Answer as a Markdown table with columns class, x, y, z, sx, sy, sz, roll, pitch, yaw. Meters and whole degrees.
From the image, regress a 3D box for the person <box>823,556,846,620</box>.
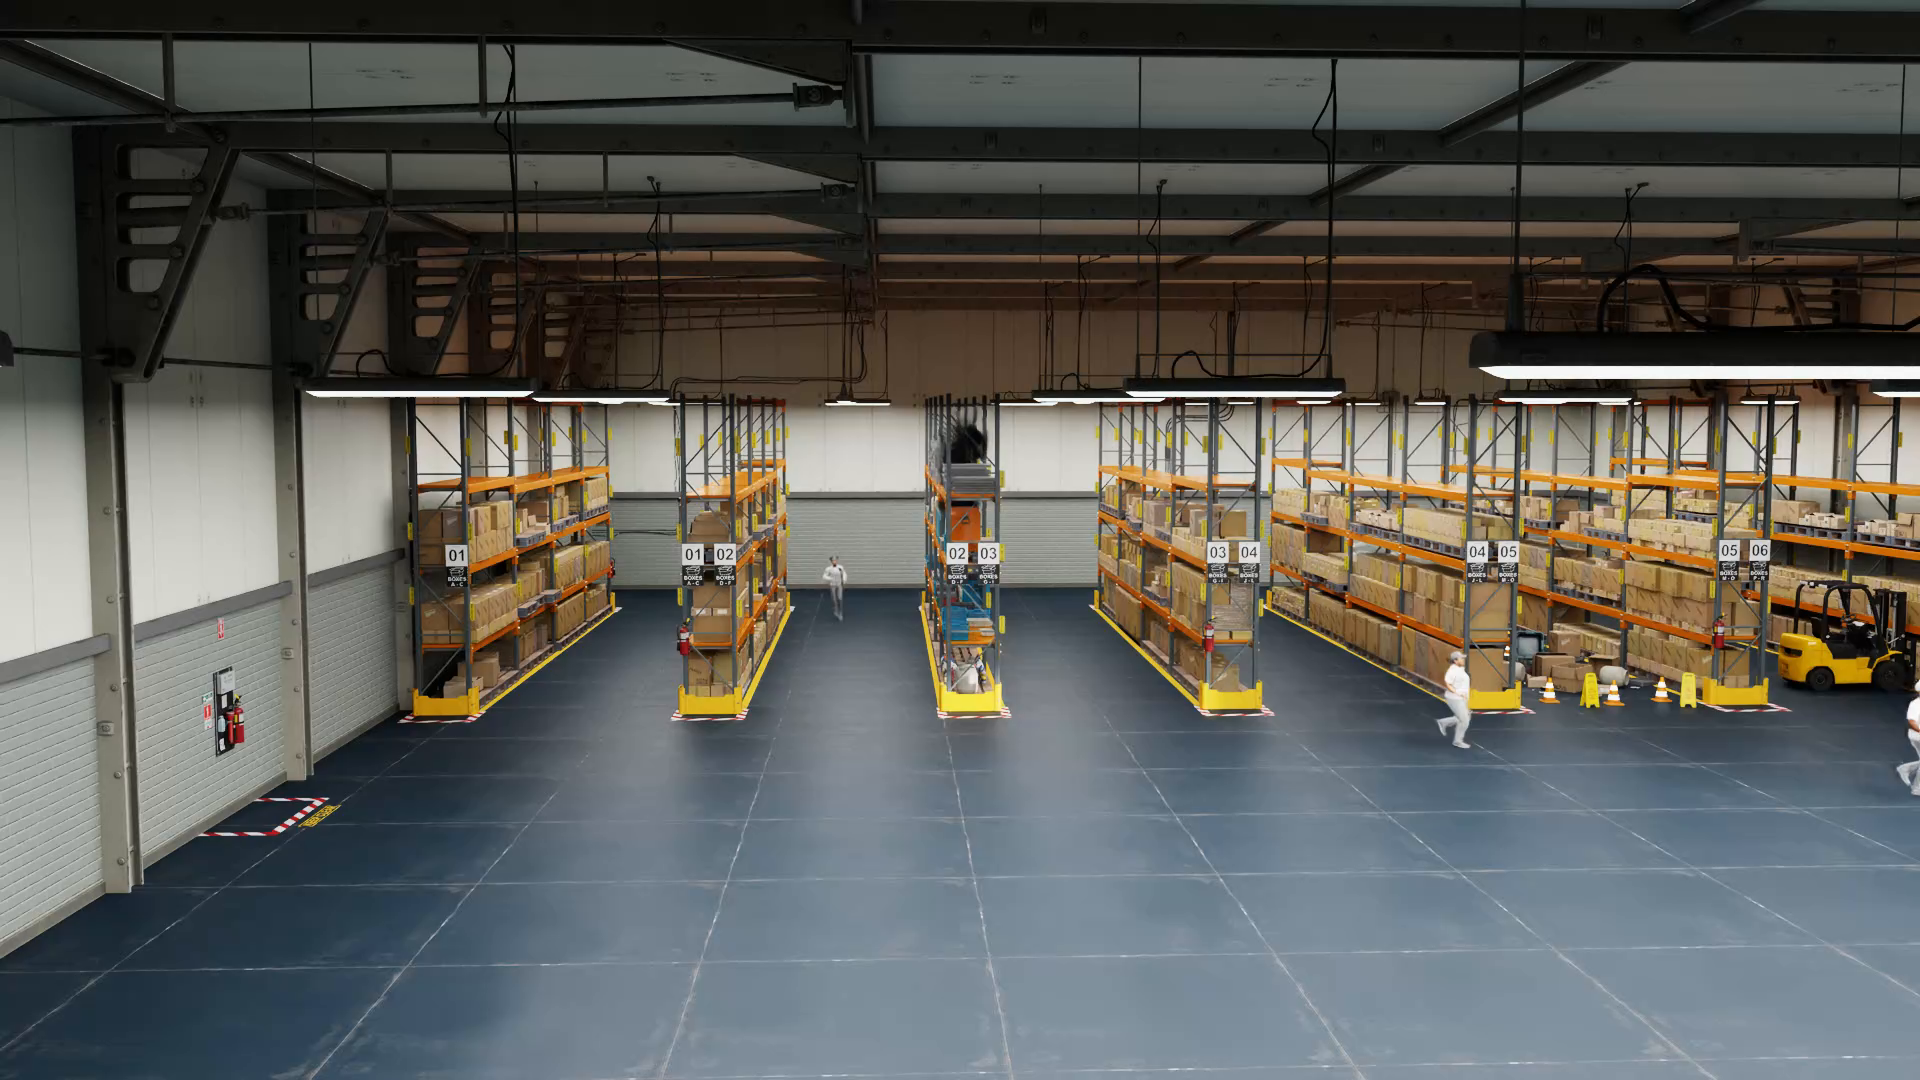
| class | x | y | z | sx | sy | sz | roll | pitch | yaw |
| --- | --- | --- | --- | --- | --- | --- | --- | --- | --- |
| person | -3.417 | 1.289 | 45.404 | 0.634 | 1.738 | 0.854 | -1 | 5 | -12 |

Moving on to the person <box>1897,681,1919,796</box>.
| class | x | y | z | sx | sy | sz | roll | pitch | yaw |
| --- | --- | --- | --- | --- | --- | --- | --- | --- | --- |
| person | 14.194 | 2.926 | 24.606 | 0.708 | 1.723 | 0.614 | -4 | 6 | -44 |

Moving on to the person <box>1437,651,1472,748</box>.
| class | x | y | z | sx | sy | sz | roll | pitch | yaw |
| --- | --- | --- | --- | --- | --- | --- | --- | --- | --- |
| person | 8.389 | 2.697 | 28.215 | 0.570 | 1.632 | 0.608 | 3 | 5 | 31 |
